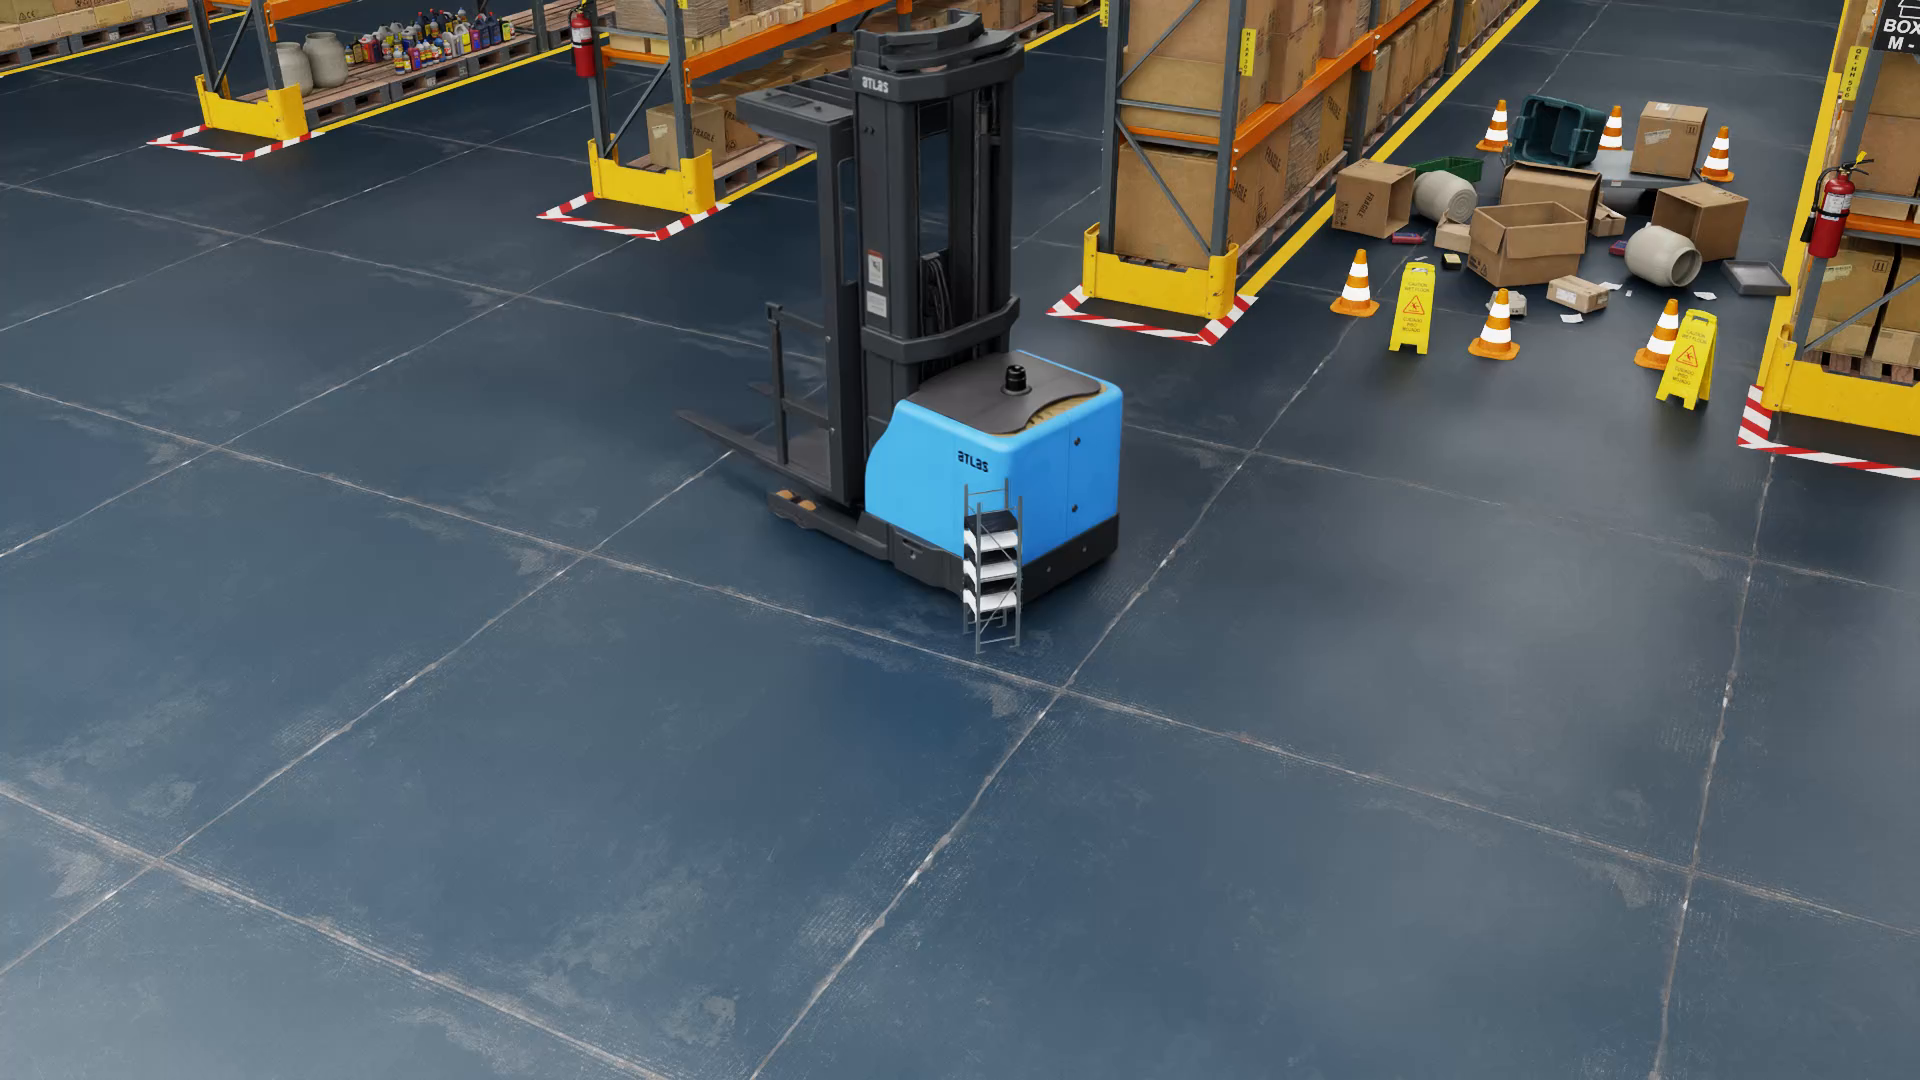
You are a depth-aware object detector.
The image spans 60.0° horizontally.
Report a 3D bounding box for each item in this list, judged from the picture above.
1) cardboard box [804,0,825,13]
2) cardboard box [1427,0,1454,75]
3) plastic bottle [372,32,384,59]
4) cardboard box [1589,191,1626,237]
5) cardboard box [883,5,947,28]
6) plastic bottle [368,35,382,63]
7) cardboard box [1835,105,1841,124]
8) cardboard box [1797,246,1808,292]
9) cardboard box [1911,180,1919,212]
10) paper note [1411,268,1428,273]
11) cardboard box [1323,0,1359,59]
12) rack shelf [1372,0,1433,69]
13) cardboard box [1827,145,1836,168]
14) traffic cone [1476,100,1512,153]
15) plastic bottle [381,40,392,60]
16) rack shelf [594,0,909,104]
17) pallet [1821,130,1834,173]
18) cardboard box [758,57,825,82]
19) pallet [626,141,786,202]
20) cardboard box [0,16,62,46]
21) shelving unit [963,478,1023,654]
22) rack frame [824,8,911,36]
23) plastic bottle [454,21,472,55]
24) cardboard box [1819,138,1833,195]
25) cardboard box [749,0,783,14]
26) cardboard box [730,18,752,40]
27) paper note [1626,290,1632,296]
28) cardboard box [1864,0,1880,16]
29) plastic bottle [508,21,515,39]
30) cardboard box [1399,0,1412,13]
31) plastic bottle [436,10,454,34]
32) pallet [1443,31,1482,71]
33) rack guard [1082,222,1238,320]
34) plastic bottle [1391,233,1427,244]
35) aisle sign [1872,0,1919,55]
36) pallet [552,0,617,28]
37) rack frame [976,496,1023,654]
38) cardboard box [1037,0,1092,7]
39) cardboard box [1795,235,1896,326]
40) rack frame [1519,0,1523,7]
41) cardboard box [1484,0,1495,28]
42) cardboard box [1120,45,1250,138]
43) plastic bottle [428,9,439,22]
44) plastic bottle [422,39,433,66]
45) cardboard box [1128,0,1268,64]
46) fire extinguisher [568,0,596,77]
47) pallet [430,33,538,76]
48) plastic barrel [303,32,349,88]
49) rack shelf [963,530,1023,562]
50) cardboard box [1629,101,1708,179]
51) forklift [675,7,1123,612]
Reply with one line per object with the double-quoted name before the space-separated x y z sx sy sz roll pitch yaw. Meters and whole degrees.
"cardboard box" -1.527 -5.199 16.044 0.380 0.149 0.250 14 33 23
"cardboard box" 4.839 -5.692 18.487 1.050 0.750 0.750 14 33 23
"plastic bottle" -6.577 -5.572 18.735 0.152 0.276 0.135 13 32 22
"cardboard box" 5.546 -2.824 14.401 0.258 0.266 0.396 -7 31 -11
"cardboard box" -0.462 -5.713 18.755 0.700 0.500 0.500 14 33 23
"plastic bottle" -6.545 -5.490 18.584 0.061 0.283 0.133 14 33 23
"cardboard box" 9.054 -4.122 16.133 0.950 0.372 0.625 14 33 22
"cardboard box" 6.610 -1.981 12.526 0.500 0.250 0.500 13 32 22
"cardboard box" 6.446 -2.220 10.857 0.380 0.149 0.250 15 33 24
"paper note" 3.759 -2.192 13.538 0.142 0.017 0.144 -25 38 -36
"cardboard box" 2.987 -4.612 14.618 0.875 0.550 0.550 14 33 23
"rack shelf" 4.286 -5.536 17.101 1.077 0.370 4.000 14 33 23
"cardboard box" 6.855 -2.889 12.705 0.380 0.149 0.250 16 34 26
"traffic cone" 5.330 -4.114 16.449 0.336 0.463 0.334 14 33 23
"plastic bottle" -6.458 -5.520 18.719 0.097 0.201 0.097 0 30 0
"rack shelf" -1.906 -4.933 16.051 1.077 0.370 4.000 14 33 23
"pallet" 8.735 -3.563 15.742 1.003 0.211 1.213 14 33 23
"cardboard box" -1.679 -4.513 16.685 0.500 0.500 0.500 11 32 19
"pallet" -2.381 -3.535 15.694 1.003 0.211 1.213 14 33 23
"cardboard box" -10.967 -6.007 19.538 0.500 0.250 0.500 14 33 23
"shelving unit" 0.167 0.139 8.604 0.258 0.900 0.210 -9 31 -16
"rack frame" -0.995 -6.132 17.416 1.000 3.000 0.127 14 33 23
"plastic bottle" -5.675 -5.718 18.914 0.144 0.351 0.185 14 33 23
"cardboard box" 7.318 -2.998 13.545 0.500 0.500 0.500 16 34 26
"cardboard box" -2.155 -5.229 15.445 0.875 0.500 0.500 14 33 23
"cardboard box" -2.121 -4.651 15.090 0.380 0.149 0.250 14 33 23
"paper note" 5.284 -1.949 13.133 0.032 0.001 0.123 14 33 23
"cardboard box" 6.281 -3.215 10.933 0.700 0.500 0.500 15 33 24
"plastic bottle" -5.292 -6.001 19.556 0.097 0.201 0.097 0 30 0
"cardboard box" 4.083 -5.401 16.043 0.500 0.500 0.500 15 33 24
"plastic bottle" -6.013 -6.001 19.406 0.144 0.351 0.185 14 33 23
"pallet" 5.554 -5.872 19.763 1.003 0.211 1.213 14 33 23
"rack guard" 1.542 -2.094 12.894 1.175 0.500 0.348 14 33 23
"plastic bottle" 3.821 -2.566 14.158 0.283 0.061 0.133 4 30 6
"aisle sign" 5.719 -3.276 9.832 0.394 0.787 0.004 14 33 23
"pallet" -4.526 -6.946 21.634 1.003 0.211 1.213 14 33 23
"rack frame" 0.199 0.187 8.520 0.240 0.900 0.006 -9 31 -16
"cardboard box" 1.161 -7.467 21.453 1.225 0.875 0.875 13 32 21
"cardboard box" 6.138 -1.840 11.528 0.500 0.500 0.500 15 33 24
"rack frame" 7.019 -8.508 21.554 1.000 3.000 0.127 14 33 23
"cardboard box" 6.202 -6.541 20.217 0.500 0.500 0.500 13 32 22
"cardboard box" 1.681 -3.428 12.557 0.875 0.550 0.550 14 33 23
"plastic bottle" -6.141 -6.034 19.463 0.144 0.351 0.185 15 33 25
"plastic bottle" -5.921 -5.419 18.473 0.097 0.271 0.097 0 30 0
"cardboard box" 1.756 -3.878 12.255 0.875 0.550 0.550 14 33 23
"fire extinguisher" -3.279 -4.379 14.441 0.296 0.674 0.183 14 33 23
"pallet" -5.747 -5.758 19.565 1.003 0.211 1.213 14 33 23
"plastic barrel" -6.766 -5.117 17.725 0.421 0.512 0.421 0 30 0
"rack shelf" 0.167 0.012 8.531 0.258 0.077 0.200 -9 31 -16
"cardboard box" 6.229 -3.519 14.615 0.500 0.500 0.500 14 33 23
"forklift" -0.512 -1.505 9.427 3.031 2.935 1.130 25 38 37
